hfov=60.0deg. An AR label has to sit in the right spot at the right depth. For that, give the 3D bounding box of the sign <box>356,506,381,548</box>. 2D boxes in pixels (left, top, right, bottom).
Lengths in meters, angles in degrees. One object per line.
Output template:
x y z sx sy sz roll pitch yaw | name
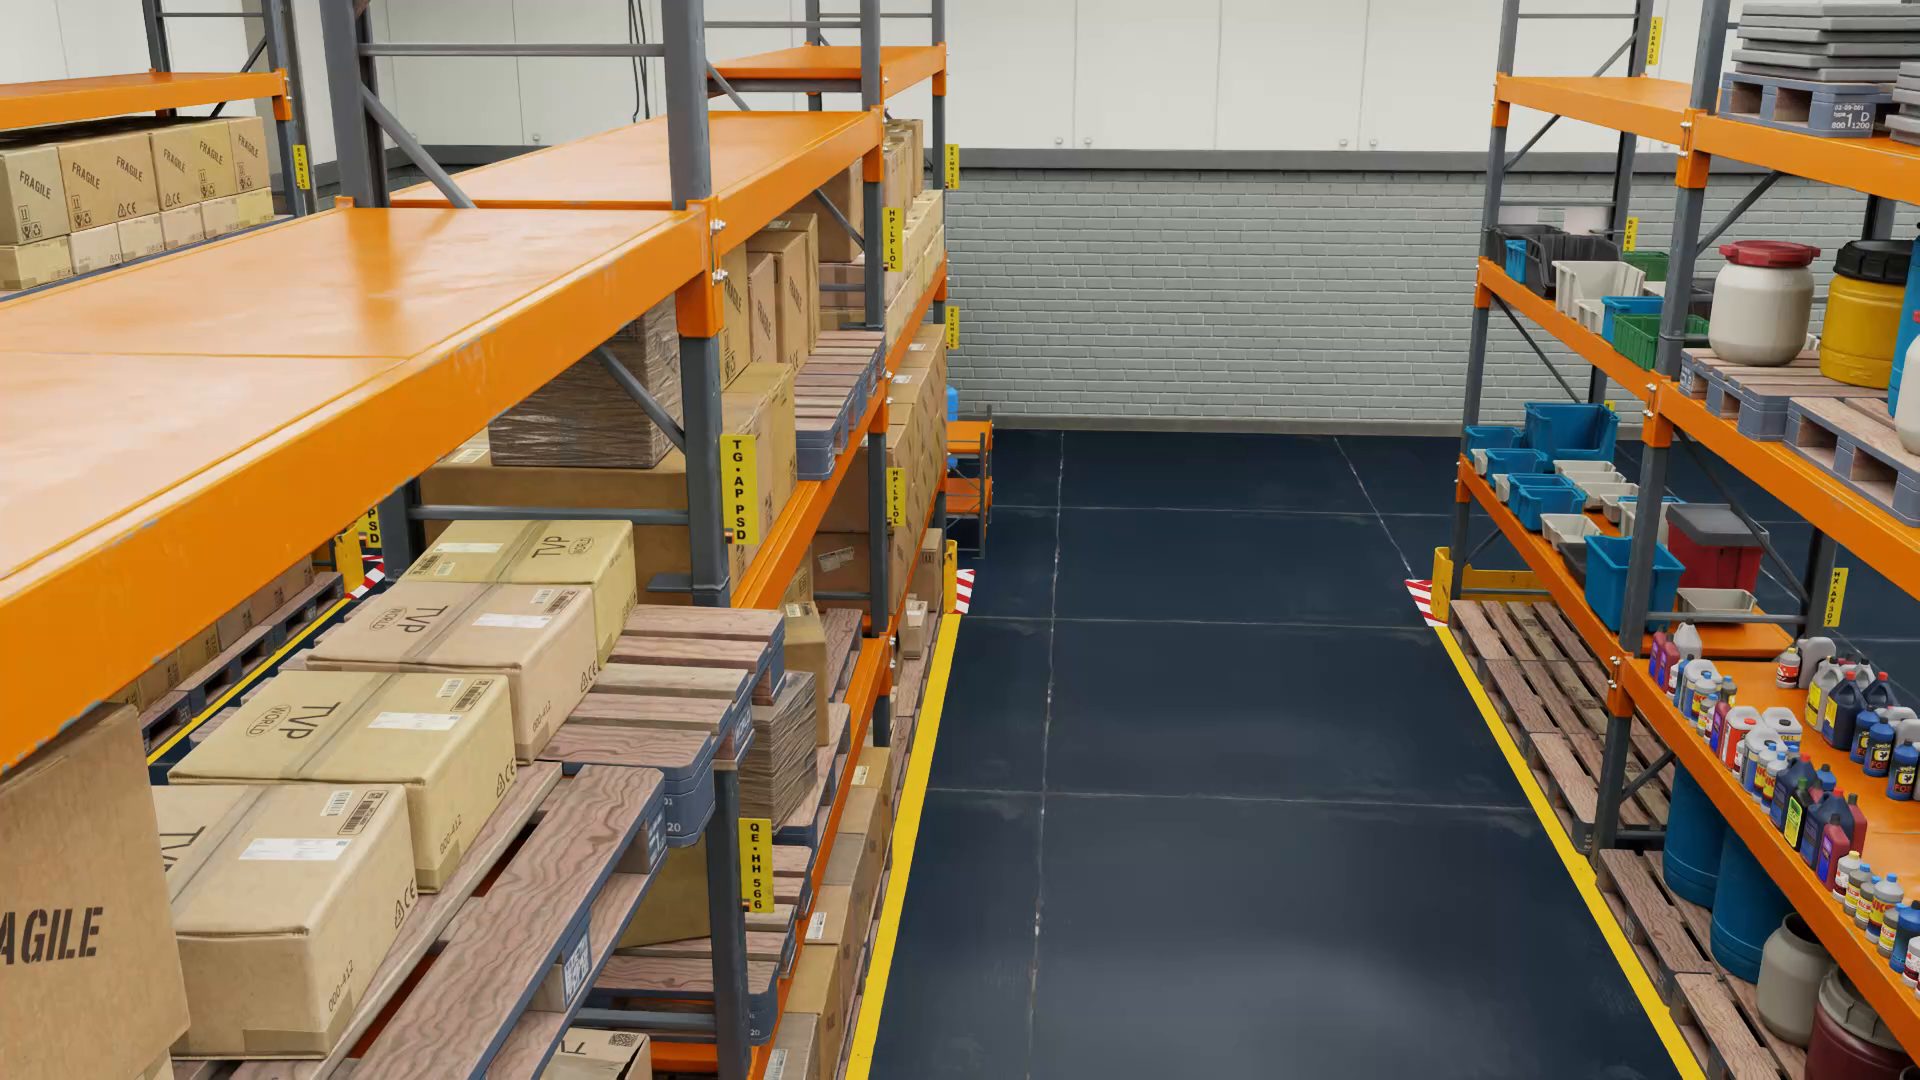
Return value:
-1.726 -0.133 4.864 0.100 0.325 0.005 1 18 4 | sign

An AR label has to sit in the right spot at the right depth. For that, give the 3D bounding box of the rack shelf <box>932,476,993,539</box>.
0.000 -0.304 14.830 0.538 0.278 1.000 1 18 4 | rack shelf

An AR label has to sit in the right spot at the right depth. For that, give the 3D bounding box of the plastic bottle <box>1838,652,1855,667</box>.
4.366 0.678 8.223 0.061 0.283 0.133 1 18 4 | plastic bottle

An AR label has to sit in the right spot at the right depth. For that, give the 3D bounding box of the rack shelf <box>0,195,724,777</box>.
-1.328 -0.147 2.717 1.077 0.370 4.000 1 18 4 | rack shelf

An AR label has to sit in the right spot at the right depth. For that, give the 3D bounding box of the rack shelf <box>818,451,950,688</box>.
-0.754 0.029 11.172 1.077 0.370 4.000 1 18 4 | rack shelf

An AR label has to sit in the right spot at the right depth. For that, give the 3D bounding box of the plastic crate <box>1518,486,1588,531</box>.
3.867 -0.199 10.887 0.416 0.233 0.300 1 18 4 | plastic crate

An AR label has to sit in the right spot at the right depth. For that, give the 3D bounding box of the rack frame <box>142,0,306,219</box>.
-5.552 -3.894 12.355 1.000 3.000 0.127 1 18 4 | rack frame

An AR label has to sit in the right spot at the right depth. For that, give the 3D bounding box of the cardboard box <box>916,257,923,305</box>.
-0.506 -1.657 10.586 0.500 0.250 0.500 1 18 4 | cardboard box

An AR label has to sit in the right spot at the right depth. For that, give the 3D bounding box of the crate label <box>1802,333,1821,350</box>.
4.366 -1.025 8.841 0.293 0.136 0.466 1 18 4 | crate label

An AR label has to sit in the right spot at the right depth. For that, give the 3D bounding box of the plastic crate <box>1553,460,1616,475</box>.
4.451 -0.468 11.861 0.396 0.136 0.243 1 18 4 | plastic crate

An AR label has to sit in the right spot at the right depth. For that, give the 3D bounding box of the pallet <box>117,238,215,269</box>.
-5.680 -1.816 10.973 1.003 0.211 1.213 1 18 4 | pallet

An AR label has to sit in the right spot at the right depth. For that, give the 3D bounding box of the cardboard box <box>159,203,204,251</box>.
-5.409 -2.088 11.065 0.500 0.250 0.500 1 18 2 | cardboard box

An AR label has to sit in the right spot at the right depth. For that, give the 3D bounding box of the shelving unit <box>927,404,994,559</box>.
0.000 -0.537 14.754 0.538 1.125 1.048 1 18 4 | shelving unit

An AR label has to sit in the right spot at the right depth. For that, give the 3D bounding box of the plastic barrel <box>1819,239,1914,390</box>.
4.180 -1.006 7.382 0.600 0.588 0.600 0 18 0 | plastic barrel

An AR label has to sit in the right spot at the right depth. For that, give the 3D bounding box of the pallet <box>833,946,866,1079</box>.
-1.003 2.267 7.665 1.003 0.211 1.213 1 18 4 | pallet

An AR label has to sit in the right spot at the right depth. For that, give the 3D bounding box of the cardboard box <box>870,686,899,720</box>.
-0.600 1.052 10.740 0.380 0.166 0.250 1 18 4 | cardboard box

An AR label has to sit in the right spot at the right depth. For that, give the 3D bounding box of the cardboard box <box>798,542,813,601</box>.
-1.155 0.204 8.649 0.700 0.500 0.500 -5 19 -15 | cardboard box

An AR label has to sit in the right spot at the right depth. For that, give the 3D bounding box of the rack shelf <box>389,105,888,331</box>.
-1.041 -1.389 6.508 1.077 0.370 4.000 1 18 4 | rack shelf

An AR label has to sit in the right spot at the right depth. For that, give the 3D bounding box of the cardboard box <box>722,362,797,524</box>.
-1.113 -0.378 6.282 0.910 0.500 0.500 1 18 4 | cardboard box

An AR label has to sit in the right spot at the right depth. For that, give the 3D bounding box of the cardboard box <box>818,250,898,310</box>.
-0.615 -1.429 9.086 0.500 0.250 0.500 1 18 4 | cardboard box

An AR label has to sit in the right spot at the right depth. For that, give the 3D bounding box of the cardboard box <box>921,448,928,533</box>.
-0.483 -0.364 11.055 0.500 0.500 0.500 1 18 3 | cardboard box

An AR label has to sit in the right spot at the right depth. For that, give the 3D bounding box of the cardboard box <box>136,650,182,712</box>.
-5.644 0.802 10.999 0.700 0.500 0.500 1 18 3 | cardboard box

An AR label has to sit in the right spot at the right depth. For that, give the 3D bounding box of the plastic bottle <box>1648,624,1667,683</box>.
3.591 0.580 8.523 0.061 0.283 0.133 1 18 4 | plastic bottle

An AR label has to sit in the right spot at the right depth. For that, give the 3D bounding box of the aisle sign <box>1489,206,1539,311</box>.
4.038 -2.086 12.298 0.394 0.787 0.004 1 18 4 | aisle sign

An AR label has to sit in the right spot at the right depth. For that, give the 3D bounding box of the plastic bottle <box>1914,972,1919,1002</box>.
3.402 1.515 5.802 0.097 0.201 0.097 0 18 0 | plastic bottle

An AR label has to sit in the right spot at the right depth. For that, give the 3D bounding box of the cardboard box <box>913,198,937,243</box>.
-0.429 -2.205 11.455 0.500 0.250 0.500 1 18 4 | cardboard box

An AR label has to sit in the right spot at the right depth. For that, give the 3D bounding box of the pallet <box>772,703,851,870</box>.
-1.050 1.038 7.246 1.003 0.211 1.213 1 18 4 | pallet

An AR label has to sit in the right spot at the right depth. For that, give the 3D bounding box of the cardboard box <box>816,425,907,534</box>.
-0.583 -0.354 9.420 0.500 0.500 0.500 2 18 5 | cardboard box

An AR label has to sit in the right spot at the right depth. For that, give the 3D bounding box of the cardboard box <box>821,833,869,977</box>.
-0.728 1.756 8.054 0.500 0.500 0.500 2 18 5 | cardboard box

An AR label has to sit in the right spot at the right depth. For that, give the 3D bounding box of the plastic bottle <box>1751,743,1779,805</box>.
3.511 1.012 7.225 0.097 0.271 0.097 0 18 0 | plastic bottle

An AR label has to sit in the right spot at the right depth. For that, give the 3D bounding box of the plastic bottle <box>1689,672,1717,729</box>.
3.567 0.766 7.975 0.097 0.271 0.097 0 18 0 | plastic bottle

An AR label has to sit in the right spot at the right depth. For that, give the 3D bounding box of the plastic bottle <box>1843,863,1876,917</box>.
3.444 1.333 6.355 0.097 0.201 0.097 0 18 0 | plastic bottle

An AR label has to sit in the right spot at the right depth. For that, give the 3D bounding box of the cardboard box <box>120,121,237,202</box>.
-5.379 -2.612 11.462 0.500 0.500 0.500 2 18 6 | cardboard box

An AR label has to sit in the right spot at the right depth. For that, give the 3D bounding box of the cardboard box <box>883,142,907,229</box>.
-0.694 -2.099 9.928 0.700 0.500 0.500 1 18 4 | cardboard box

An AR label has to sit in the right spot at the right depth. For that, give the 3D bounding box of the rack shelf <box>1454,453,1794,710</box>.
4.186 0.141 10.831 1.077 0.370 4.000 1 18 4 | rack shelf

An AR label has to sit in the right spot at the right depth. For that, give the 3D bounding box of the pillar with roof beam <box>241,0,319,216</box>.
-1.928 -4.656 14.680 9.100 9.000 0.400 1 18 4 | pillar with roof beam

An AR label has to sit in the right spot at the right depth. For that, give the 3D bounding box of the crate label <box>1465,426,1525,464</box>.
3.983 -0.702 12.419 0.416 0.233 0.303 1 18 4 | crate label

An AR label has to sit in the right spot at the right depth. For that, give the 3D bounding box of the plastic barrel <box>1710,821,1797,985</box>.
3.936 1.606 7.899 0.600 0.901 0.708 1 18 4 | plastic barrel

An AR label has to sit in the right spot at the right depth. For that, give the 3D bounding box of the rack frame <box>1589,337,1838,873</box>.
4.043 0.420 8.823 1.000 3.000 0.127 1 18 4 | rack frame

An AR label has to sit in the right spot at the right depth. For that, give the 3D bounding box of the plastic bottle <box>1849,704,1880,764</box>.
4.149 0.884 7.614 0.097 0.271 0.097 0 18 0 | plastic bottle

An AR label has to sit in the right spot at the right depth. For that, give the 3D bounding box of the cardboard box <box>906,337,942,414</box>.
-0.404 -1.155 11.865 0.500 0.500 0.500 2 18 5 | cardboard box

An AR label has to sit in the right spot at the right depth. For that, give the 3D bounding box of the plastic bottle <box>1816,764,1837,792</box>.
3.641 1.075 7.030 0.097 0.271 0.097 0 18 0 | plastic bottle

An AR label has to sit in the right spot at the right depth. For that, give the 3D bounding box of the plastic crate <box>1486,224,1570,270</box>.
4.024 -2.072 11.822 0.497 0.269 0.590 1 18 4 | plastic crate

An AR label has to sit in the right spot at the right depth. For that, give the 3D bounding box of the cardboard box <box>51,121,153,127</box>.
-5.891 -2.615 11.471 0.500 0.500 0.500 1 18 3 | cardboard box

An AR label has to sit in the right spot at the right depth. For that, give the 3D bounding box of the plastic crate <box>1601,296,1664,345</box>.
3.789 -1.215 9.267 0.416 0.233 0.300 1 18 4 | plastic crate

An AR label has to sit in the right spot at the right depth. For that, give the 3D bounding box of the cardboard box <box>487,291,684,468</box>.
-1.147 -0.533 5.147 0.500 0.500 0.500 1 18 4 | cardboard box

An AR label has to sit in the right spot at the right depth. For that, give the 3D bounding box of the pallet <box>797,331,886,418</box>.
-1.015 -0.827 8.113 1.213 0.211 1.003 1 18 4 | pallet

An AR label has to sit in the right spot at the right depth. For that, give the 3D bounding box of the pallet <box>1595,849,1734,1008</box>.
3.946 1.984 8.529 1.003 0.211 1.213 1 18 4 | pallet

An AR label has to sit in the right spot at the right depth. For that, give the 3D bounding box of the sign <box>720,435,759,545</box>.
-0.632 -0.143 4.767 0.100 0.325 0.005 1 18 4 | sign

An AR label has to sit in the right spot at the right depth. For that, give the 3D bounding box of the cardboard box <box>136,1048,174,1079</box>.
-1.381 0.878 2.176 0.500 0.250 0.500 0 18 -1 | cardboard box

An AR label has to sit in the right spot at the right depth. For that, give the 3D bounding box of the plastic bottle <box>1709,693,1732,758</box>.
3.527 0.856 7.681 0.061 0.283 0.133 1 18 4 | plastic bottle

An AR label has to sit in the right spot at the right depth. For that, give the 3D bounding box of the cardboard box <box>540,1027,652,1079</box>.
-1.254 1.705 5.045 0.500 0.311 0.500 2 18 7 | cardboard box

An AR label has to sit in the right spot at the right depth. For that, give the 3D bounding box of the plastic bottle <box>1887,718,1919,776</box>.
4.265 0.921 7.495 0.152 0.276 0.135 1 18 4 | plastic bottle

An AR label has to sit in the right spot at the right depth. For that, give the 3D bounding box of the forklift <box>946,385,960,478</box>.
-1.065 -2.164 16.821 1.130 2.935 3.031 -8 20 -23 | forklift

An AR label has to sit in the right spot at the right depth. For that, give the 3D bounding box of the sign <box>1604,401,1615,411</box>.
4.879 -0.892 12.567 0.100 0.325 0.005 1 18 4 | sign
